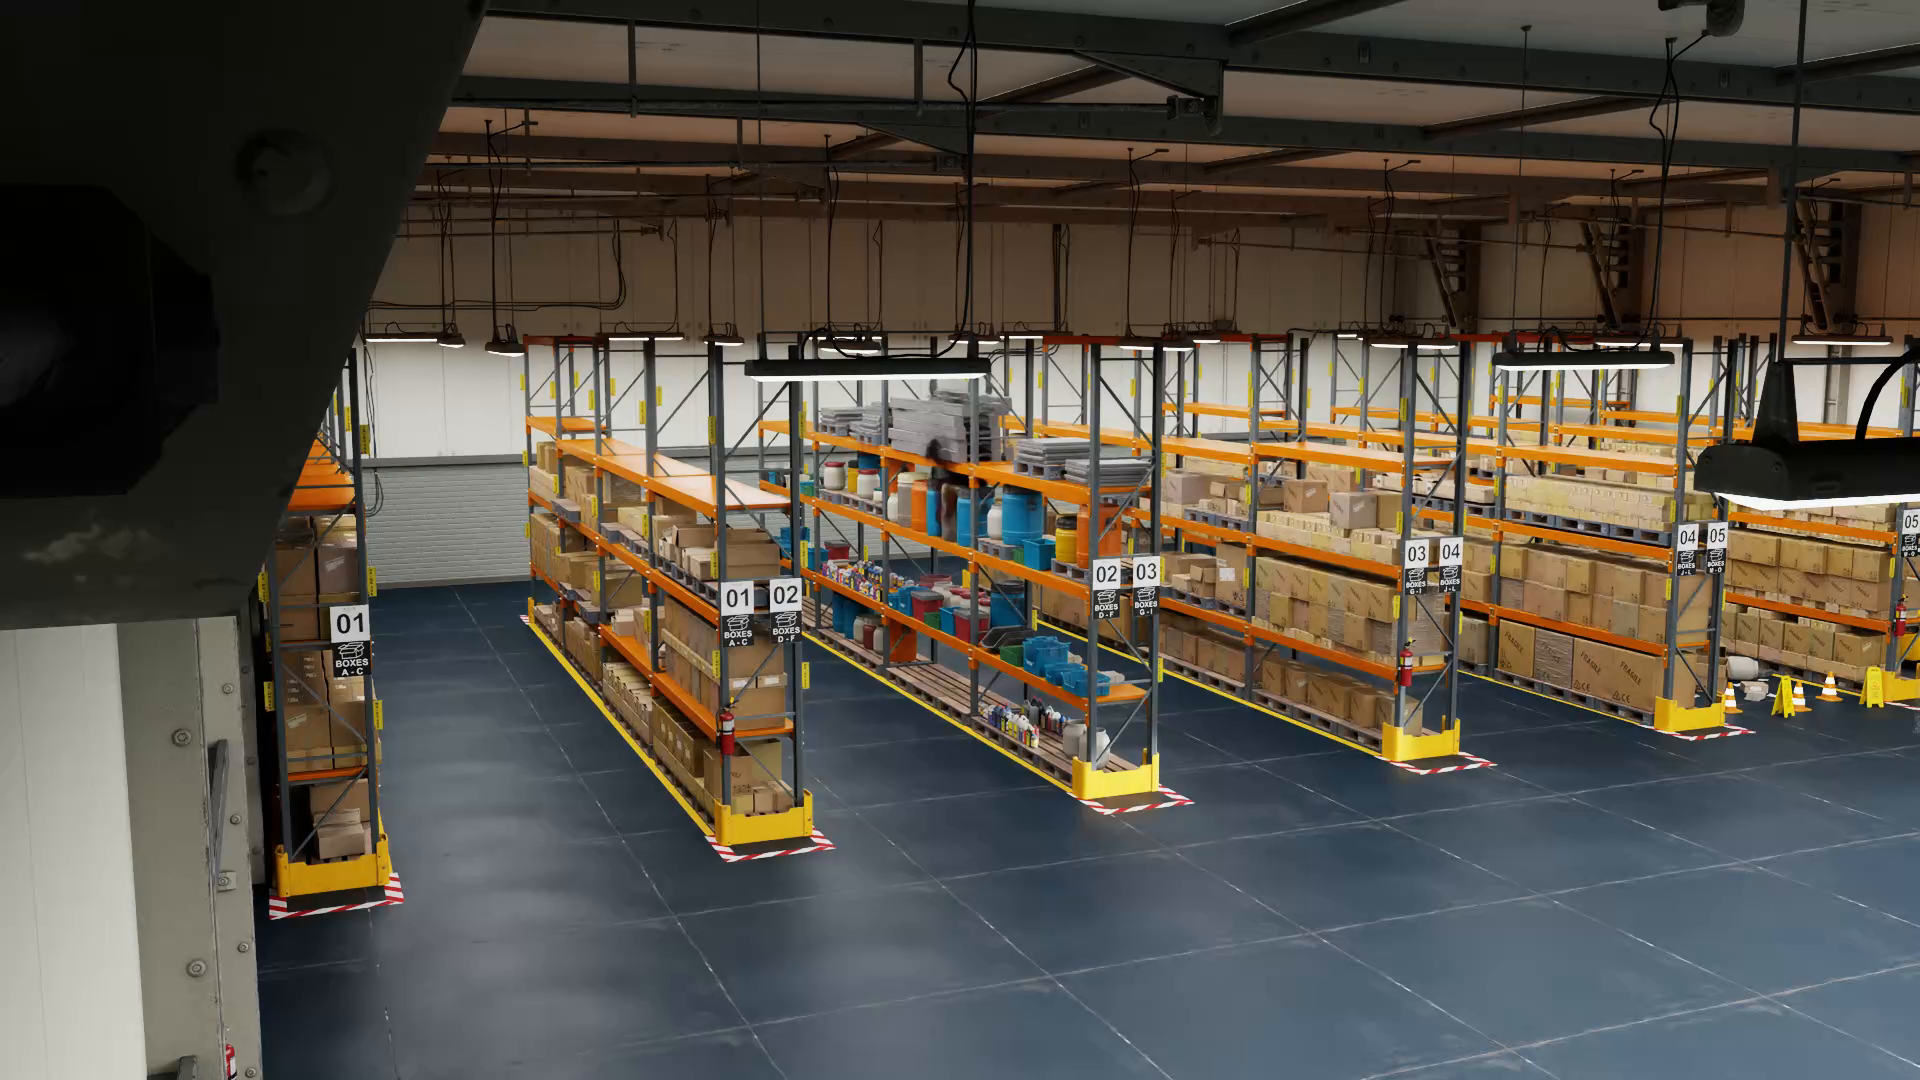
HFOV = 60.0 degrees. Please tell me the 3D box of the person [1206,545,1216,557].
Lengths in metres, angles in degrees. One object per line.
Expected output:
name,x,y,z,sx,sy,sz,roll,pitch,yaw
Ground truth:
person,6.599,-0.079,42.357,0.851,1.550,0.529,-5,9,-31
